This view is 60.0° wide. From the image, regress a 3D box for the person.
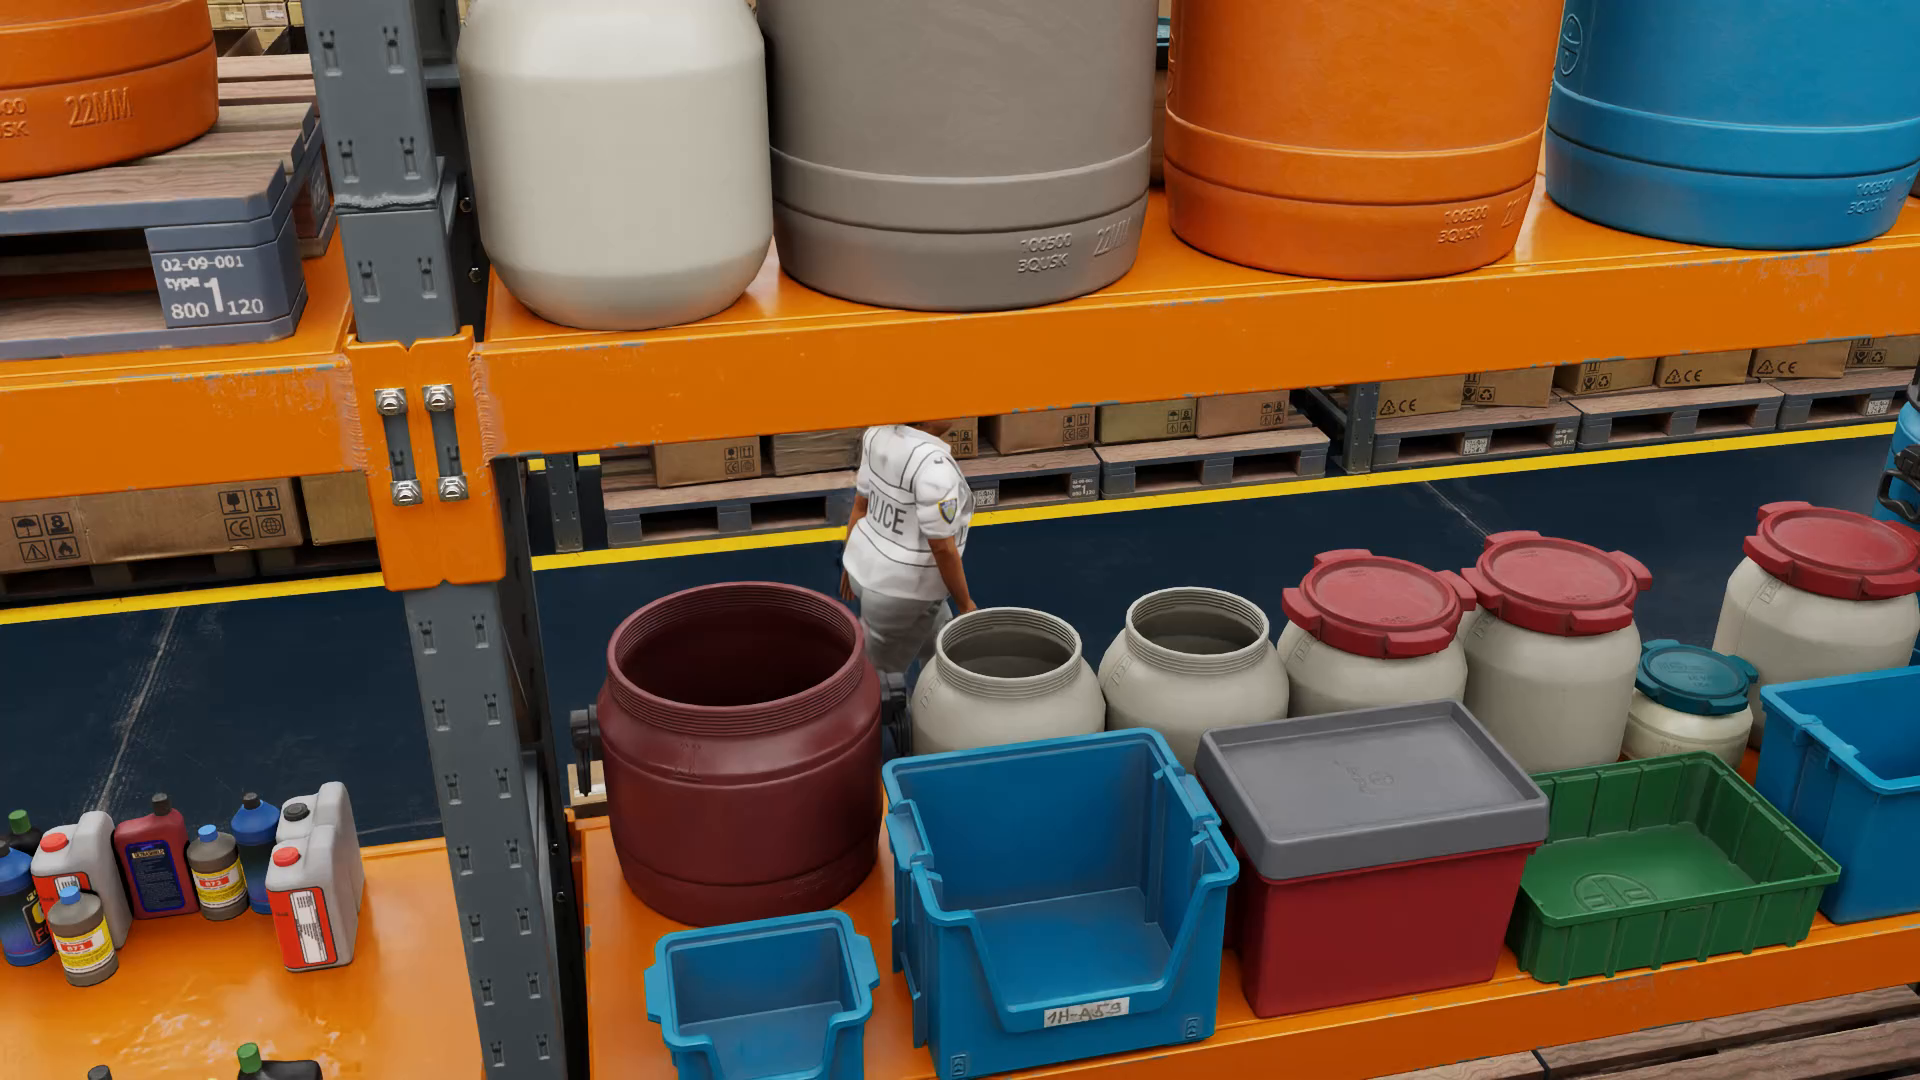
[{"bbox_3d":[-0.141,0.132,5.848,0.999,1.590,0.507,-11,29,-21],"label":"person"}]
